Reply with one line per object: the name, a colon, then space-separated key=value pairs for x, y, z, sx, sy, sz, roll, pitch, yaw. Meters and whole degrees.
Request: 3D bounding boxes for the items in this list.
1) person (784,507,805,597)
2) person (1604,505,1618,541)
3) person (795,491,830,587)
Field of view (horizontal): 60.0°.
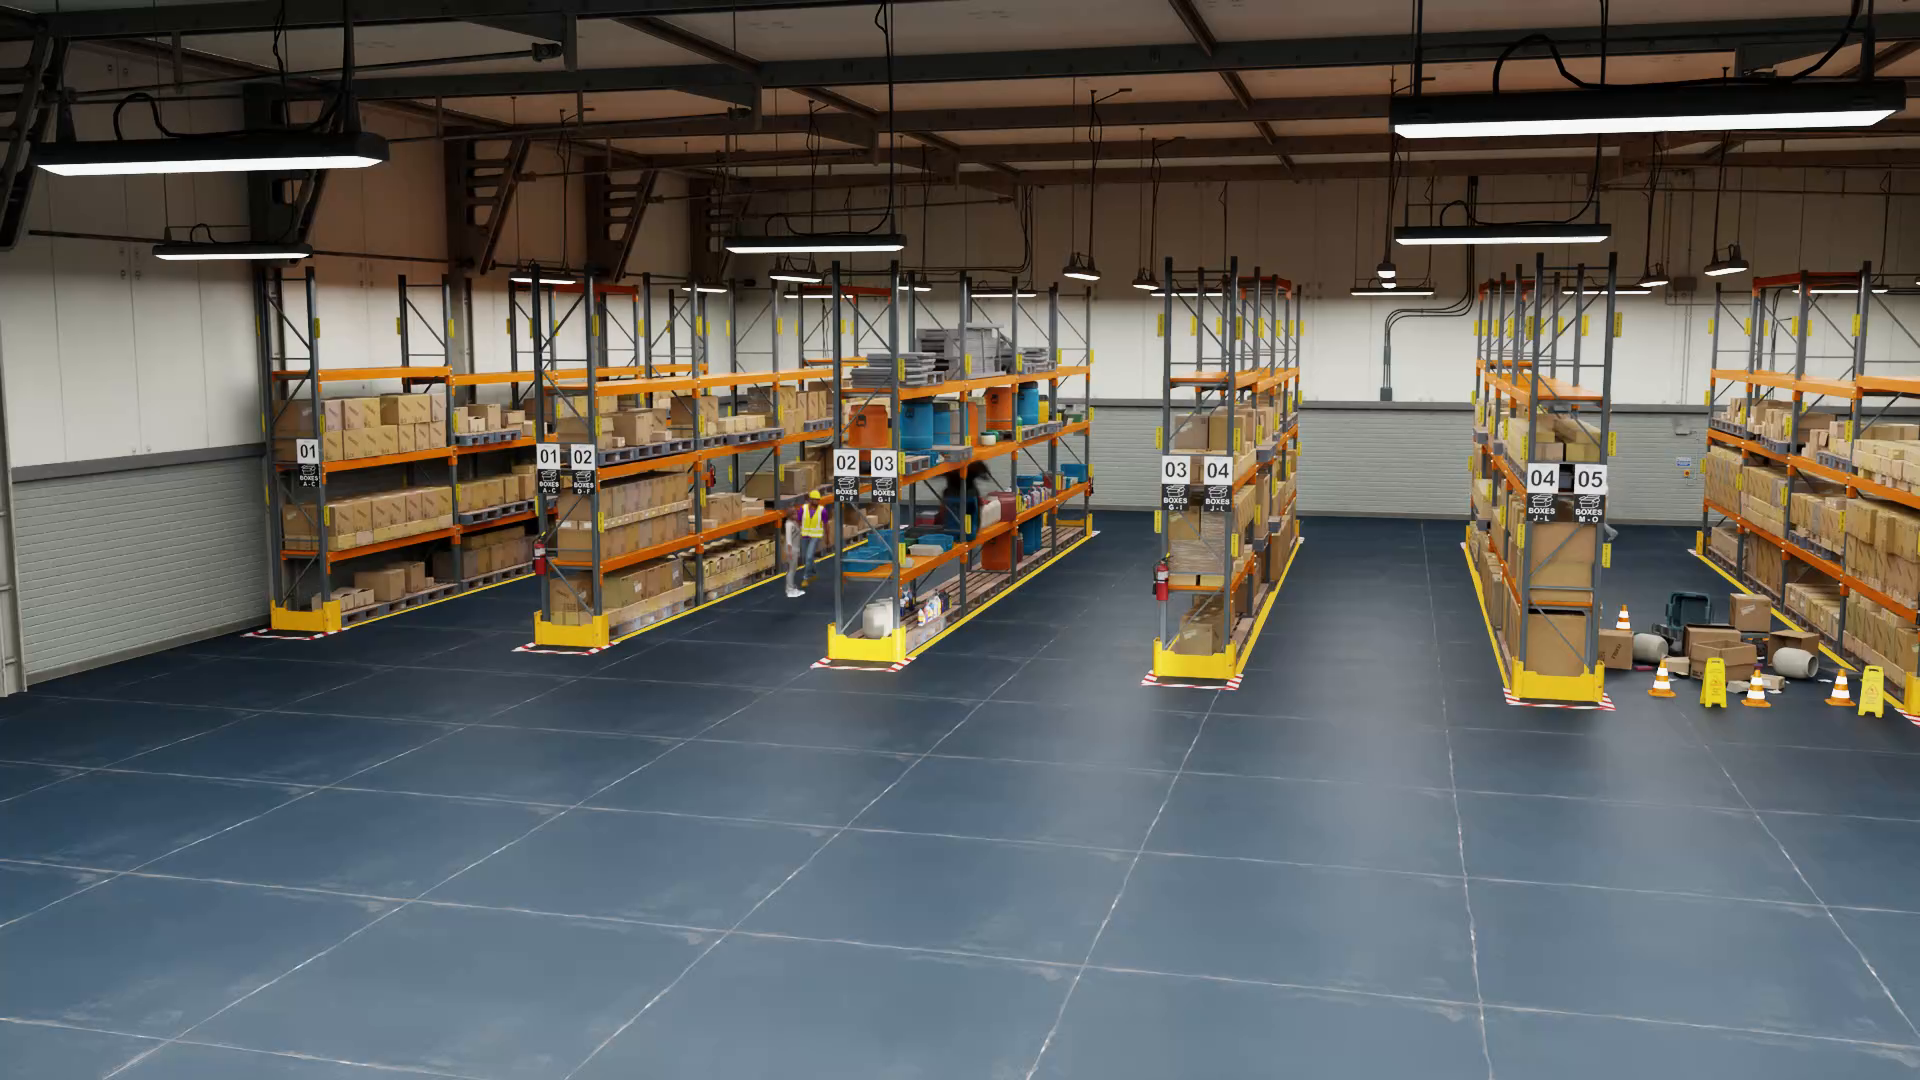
person: x=-2.917 y=0.206 z=29.353 sx=0.369 sy=1.586 sz=0.447 roll=-1 pitch=7 yaw=-11
person: x=14.980 y=-0.764 z=39.021 sx=0.850 sy=1.614 sz=0.587 roll=0 pitch=7 yaw=3
person: x=-2.770 y=-0.040 z=30.902 sx=0.618 sy=1.769 sz=0.650 roll=2 pitch=8 yaw=17
